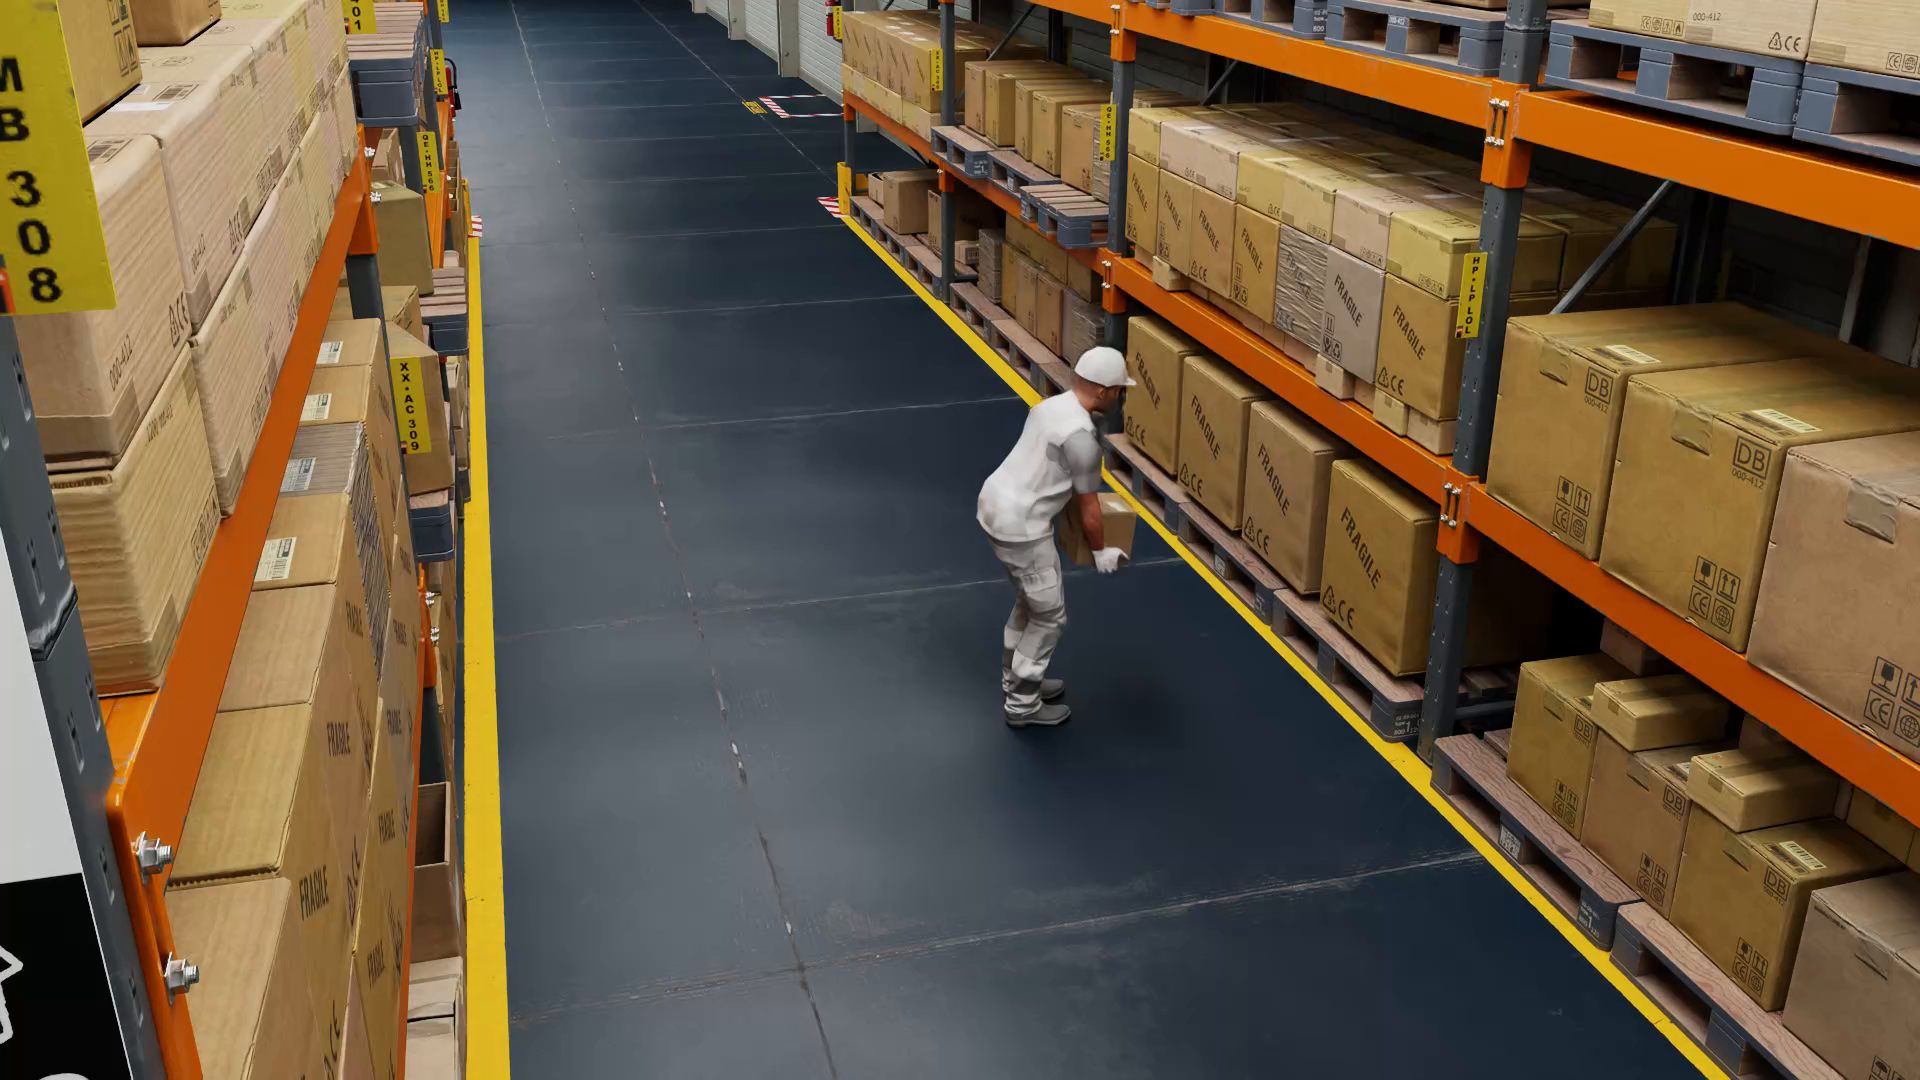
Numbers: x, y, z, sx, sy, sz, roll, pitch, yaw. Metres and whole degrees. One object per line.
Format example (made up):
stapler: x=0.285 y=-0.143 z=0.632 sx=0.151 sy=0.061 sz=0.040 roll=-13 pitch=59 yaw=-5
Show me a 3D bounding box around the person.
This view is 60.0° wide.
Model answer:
person: x=0.348 y=-0.060 z=7.230 sx=0.518 sy=1.770 sz=0.493 roll=-7 pitch=24 yaw=-15
